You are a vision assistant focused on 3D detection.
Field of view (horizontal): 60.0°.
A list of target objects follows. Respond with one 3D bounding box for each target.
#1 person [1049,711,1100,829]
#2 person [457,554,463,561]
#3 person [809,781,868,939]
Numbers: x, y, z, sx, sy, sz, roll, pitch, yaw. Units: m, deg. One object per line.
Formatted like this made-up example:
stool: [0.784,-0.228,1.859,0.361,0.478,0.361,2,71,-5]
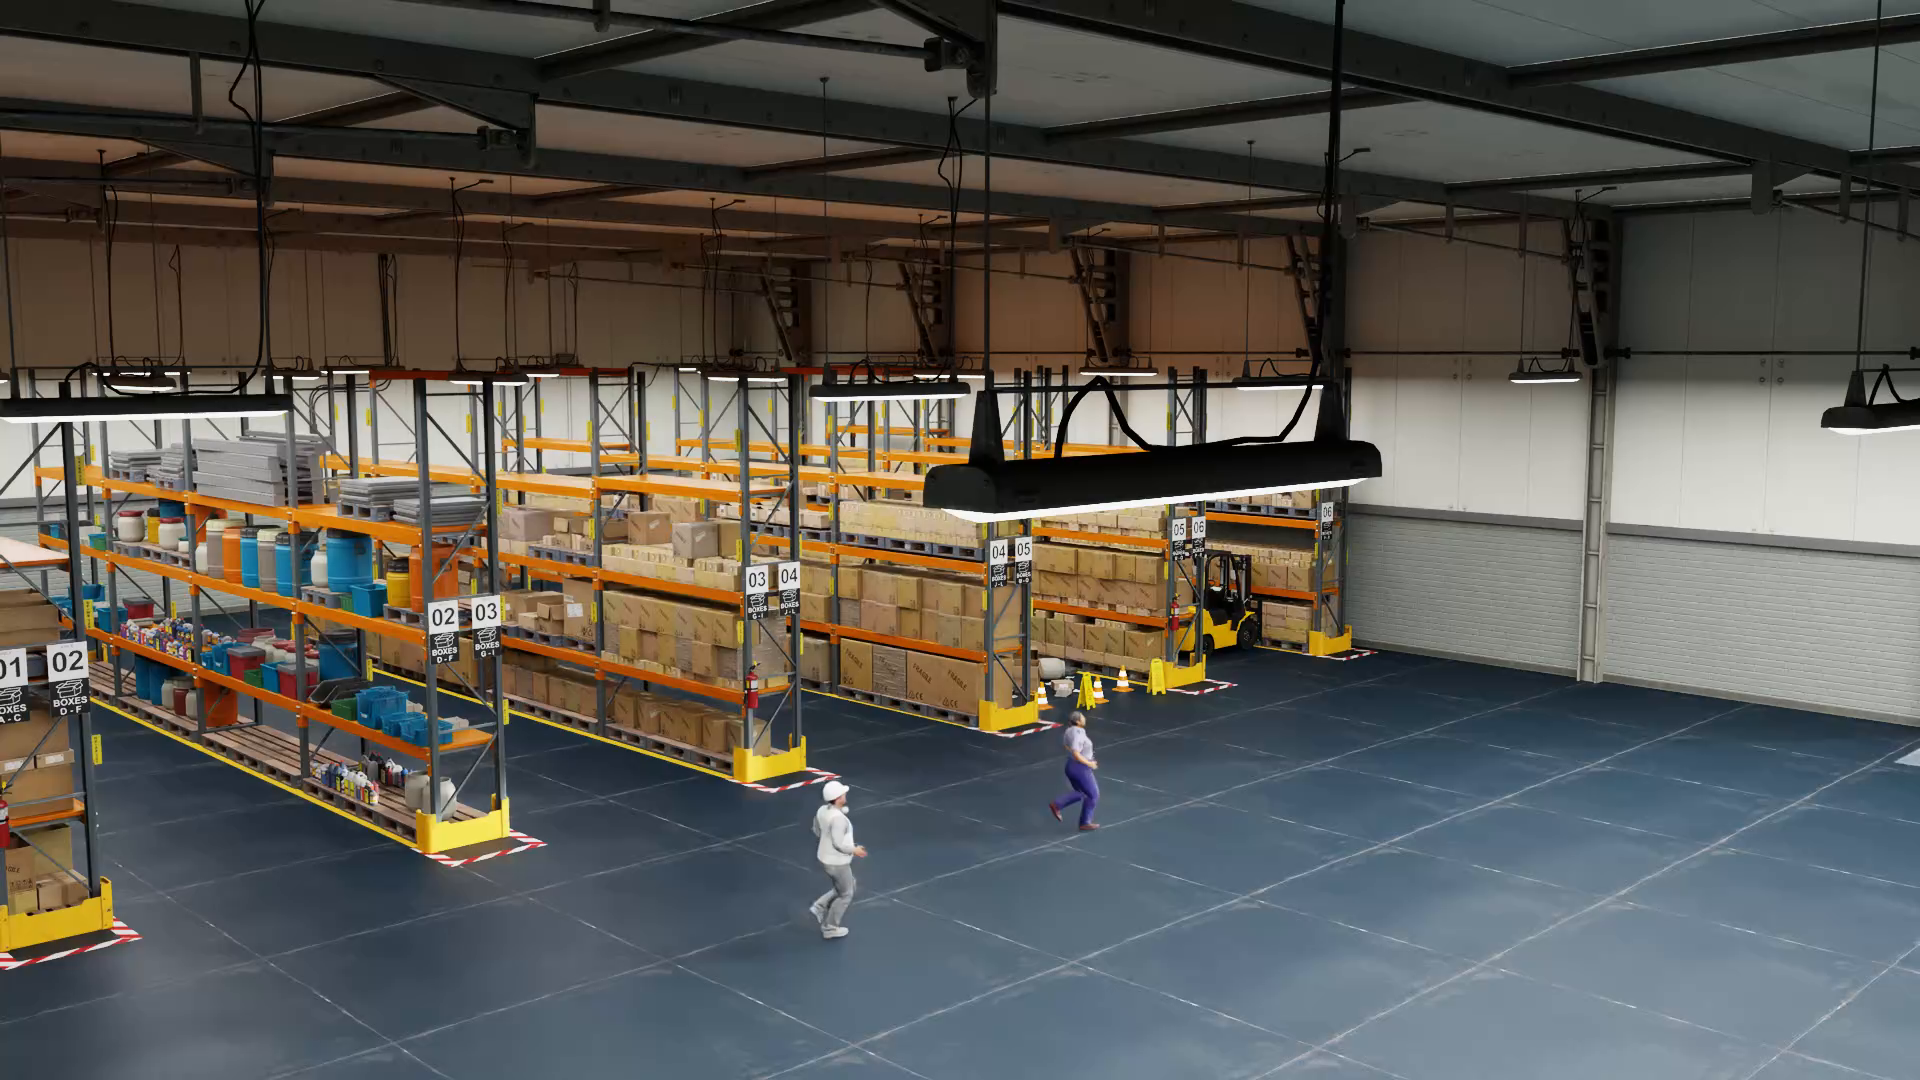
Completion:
person: [1.546,3.052,22.059,0.645,1.598,0.611,-2,7,-14]
person: [-11.632,1.118,38.286,0.759,1.714,1.039,1,6,5]
person: [-1.325,3.445,17.982,0.576,1.725,0.638,-3,7,-23]
